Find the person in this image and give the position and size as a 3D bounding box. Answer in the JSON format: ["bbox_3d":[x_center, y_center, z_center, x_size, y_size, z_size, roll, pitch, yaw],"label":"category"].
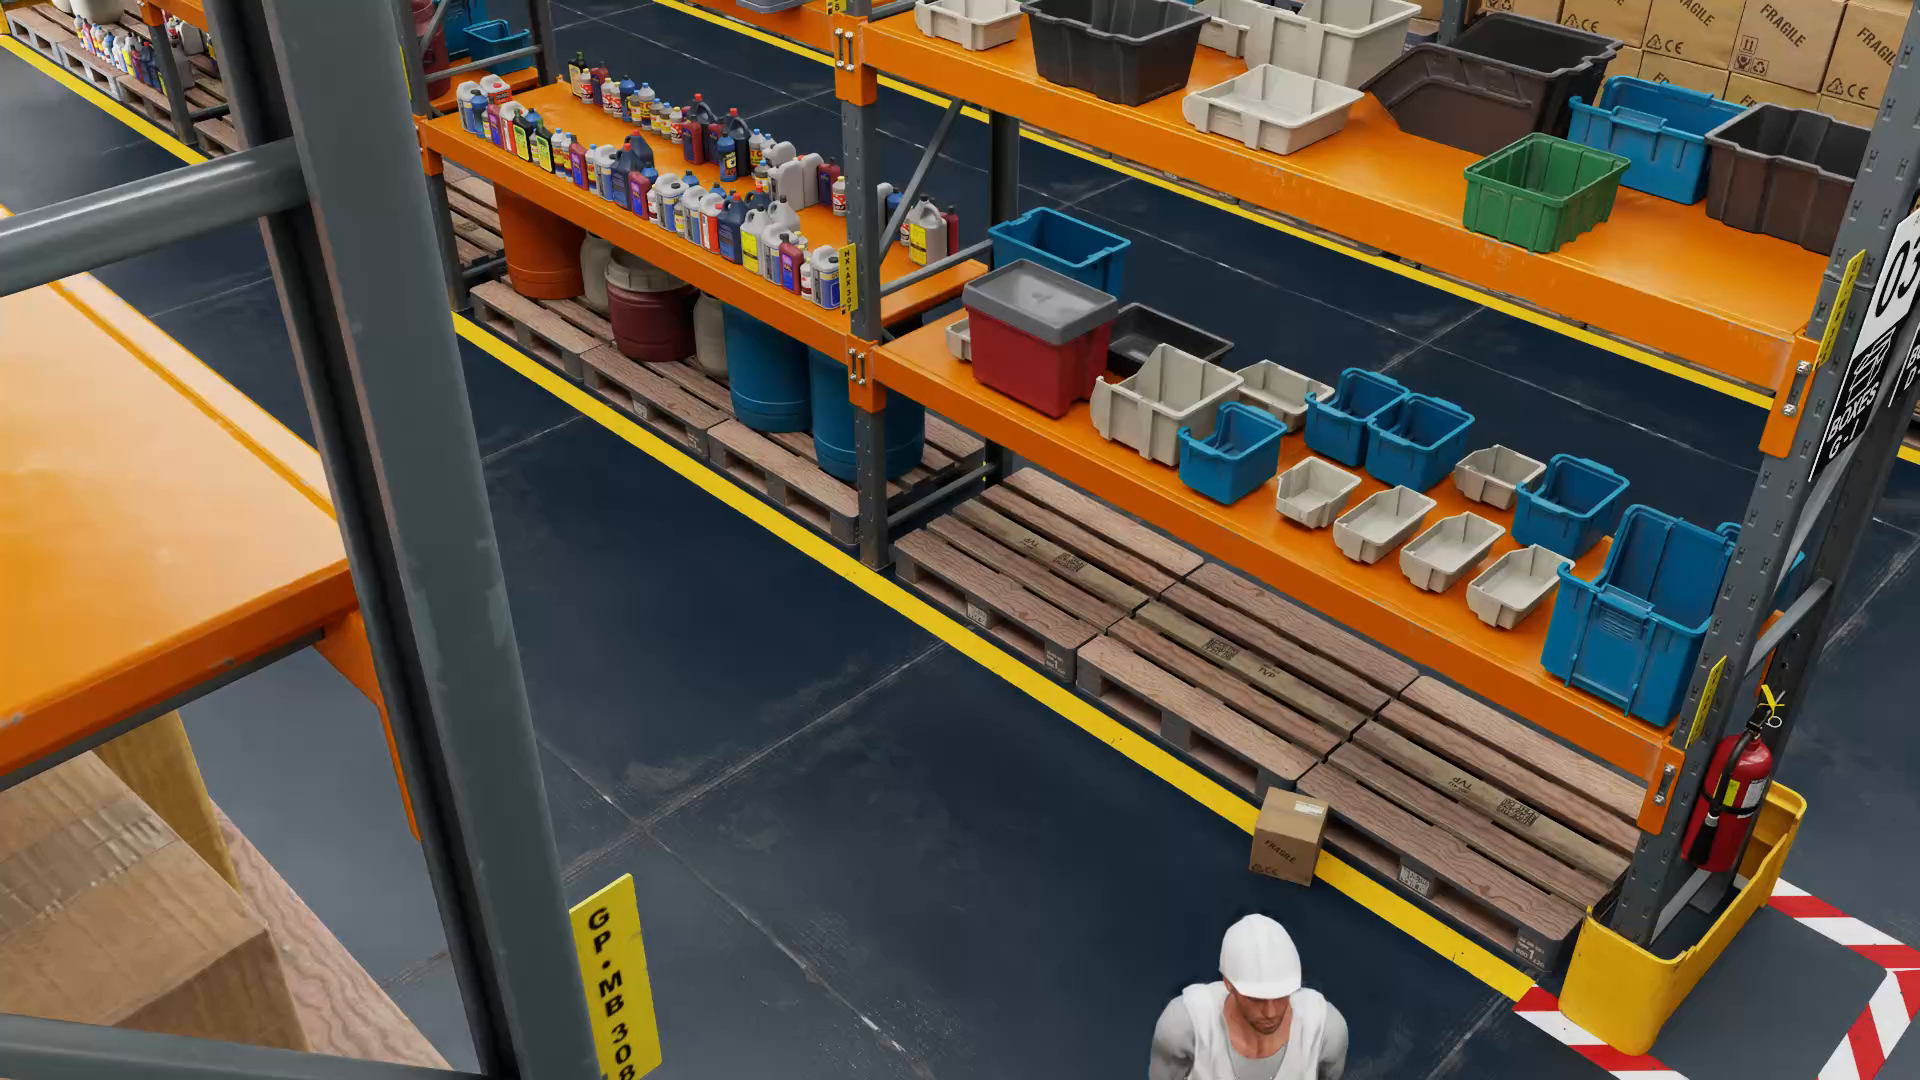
[{"bbox_3d":[0.752,1.779,4.610,0.538,1.841,0.528,5,35,7],"label":"person"}]
